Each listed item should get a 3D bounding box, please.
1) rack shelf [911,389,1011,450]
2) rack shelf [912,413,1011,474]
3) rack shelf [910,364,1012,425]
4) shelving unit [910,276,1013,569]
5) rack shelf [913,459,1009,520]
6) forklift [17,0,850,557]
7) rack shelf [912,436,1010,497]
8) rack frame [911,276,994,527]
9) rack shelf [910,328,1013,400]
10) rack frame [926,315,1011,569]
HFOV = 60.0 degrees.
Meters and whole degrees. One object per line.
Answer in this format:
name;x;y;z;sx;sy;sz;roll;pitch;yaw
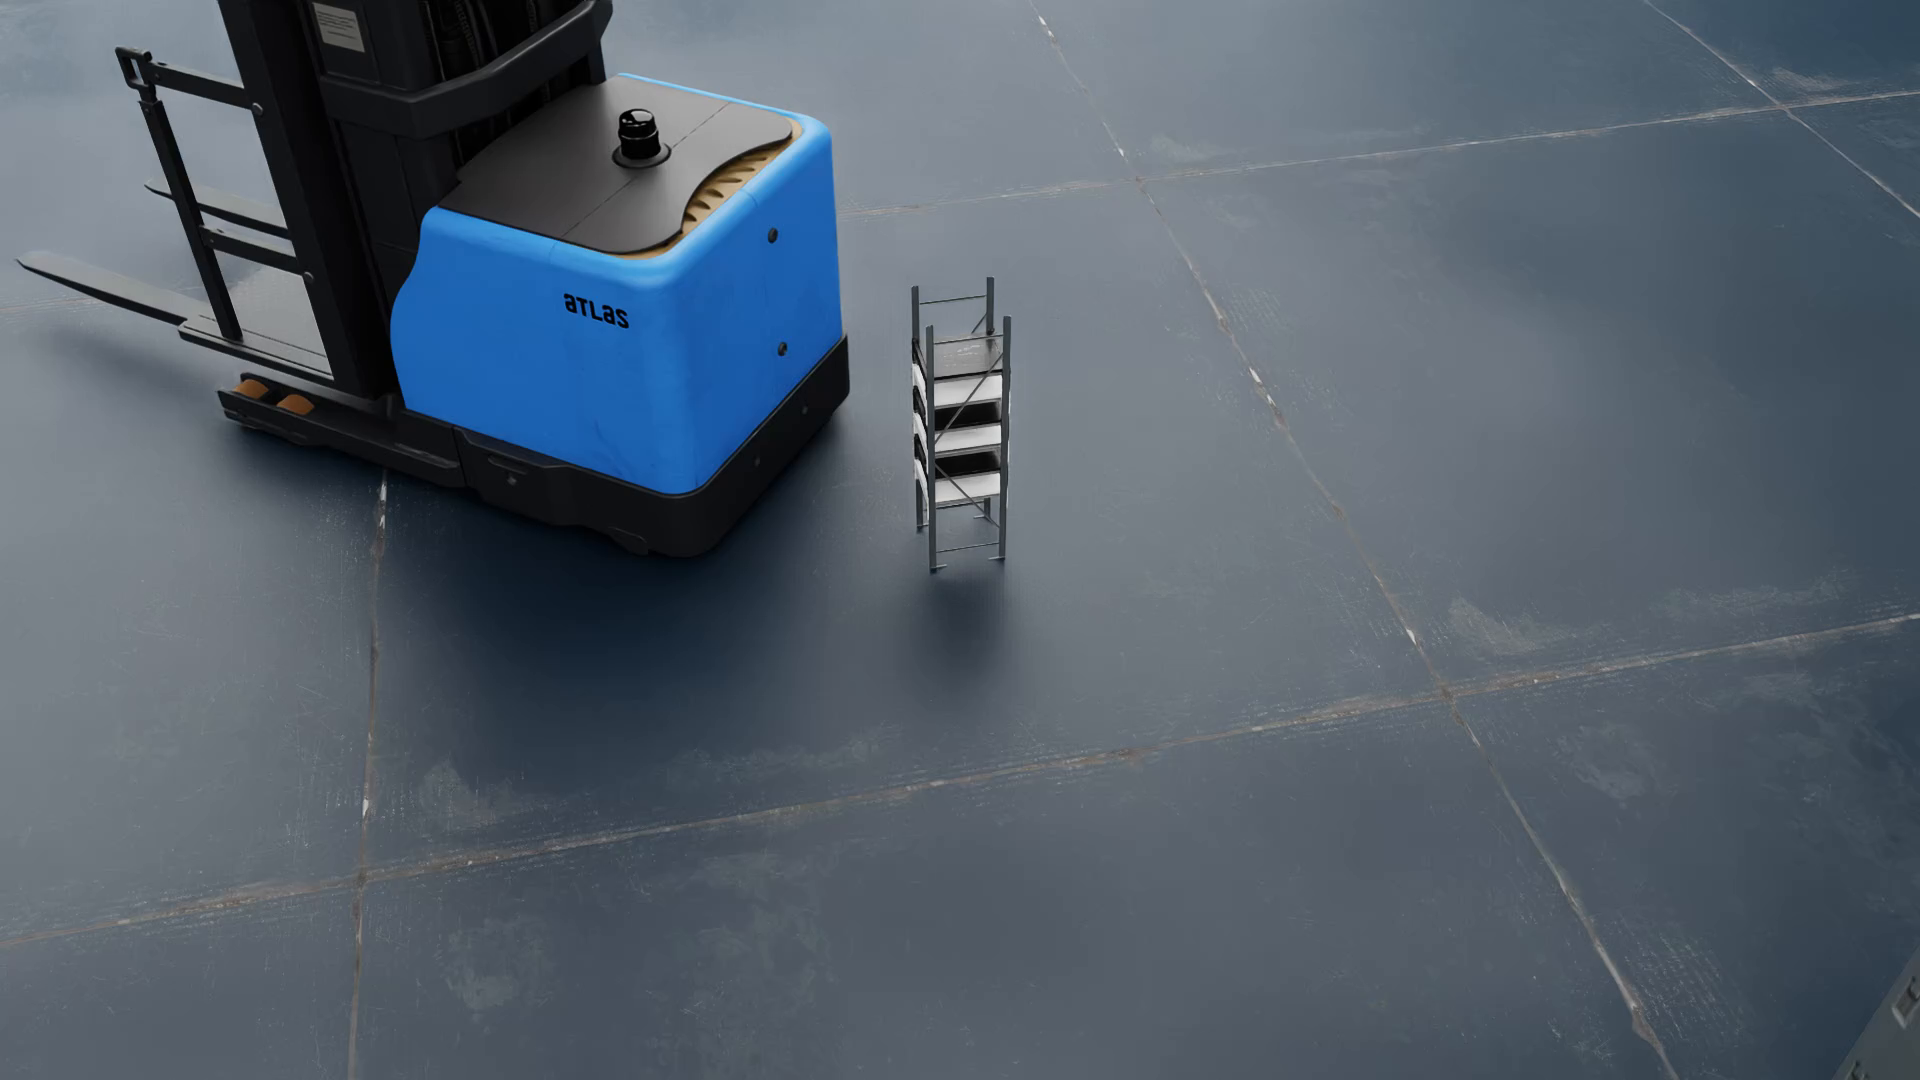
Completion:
rack shelf;0.002;-0.374;4.908;0.258;0.077;0.200;-8;42;-9
rack shelf;0.002;-0.306;4.967;0.258;0.077;0.200;-8;42;-9
rack shelf;0.002;-0.441;4.848;0.258;0.077;0.200;-8;42;-9
shelving unit;0.002;-0.331;4.945;0.258;0.900;0.210;-8;42;-9
rack shelf;0.002;-0.172;5.087;0.258;0.077;0.200;-8;42;-9
forklift;-1.934;-1.715;4.974;3.031;2.935;1.130;18;45;19
rack shelf;0.002;-0.239;5.027;0.258;0.077;0.200;-8;42;-9
rack frame;-0.020;-0.397;5.020;0.240;0.900;0.006;-8;42;-9
rack shelf;0.002;-0.508;4.788;0.258;0.077;0.200;-8;42;-9
rack frame;0.024;-0.265;4.871;0.240;0.900;0.006;-8;42;-9
